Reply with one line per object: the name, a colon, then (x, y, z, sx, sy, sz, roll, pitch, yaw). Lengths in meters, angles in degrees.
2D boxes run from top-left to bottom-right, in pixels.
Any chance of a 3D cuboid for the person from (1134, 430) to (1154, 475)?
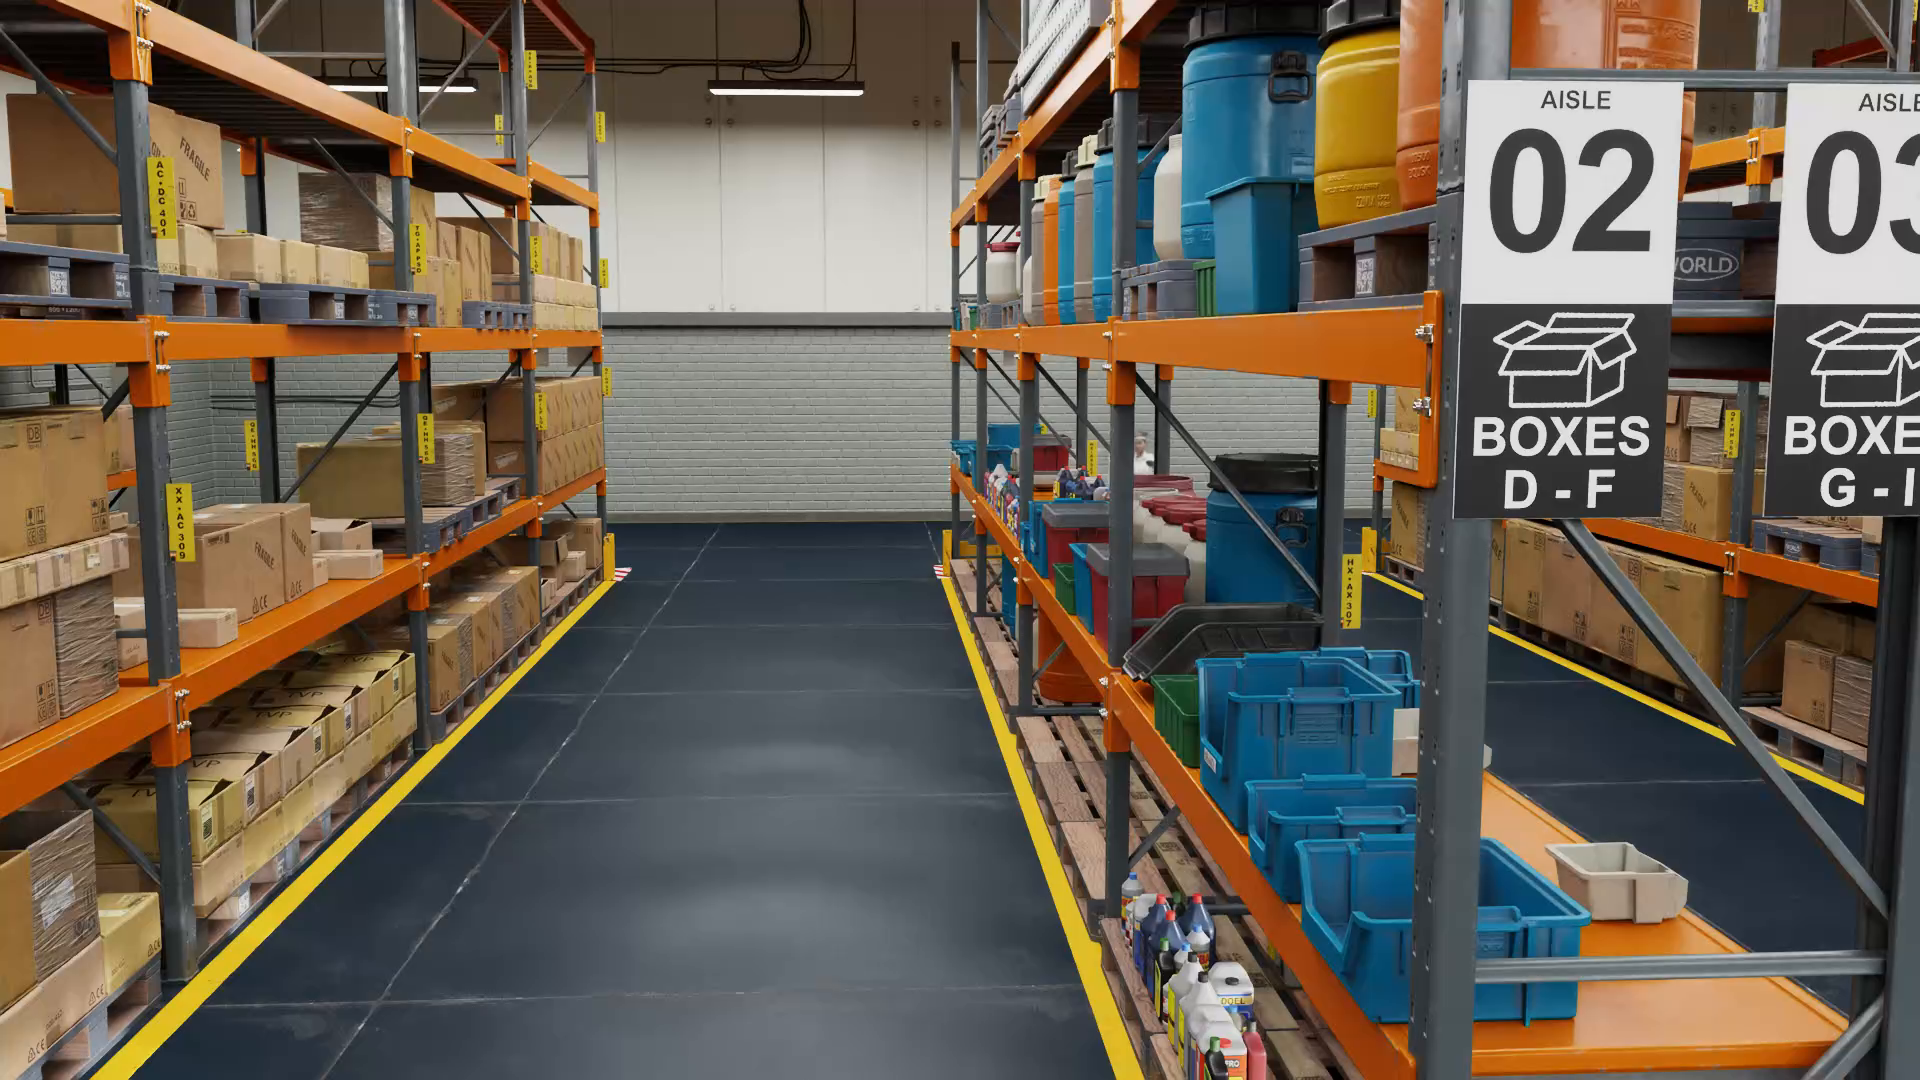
person: (2.147, -0.420, 18.939, 0.627, 1.668, 0.436, 0, 7, 3)
